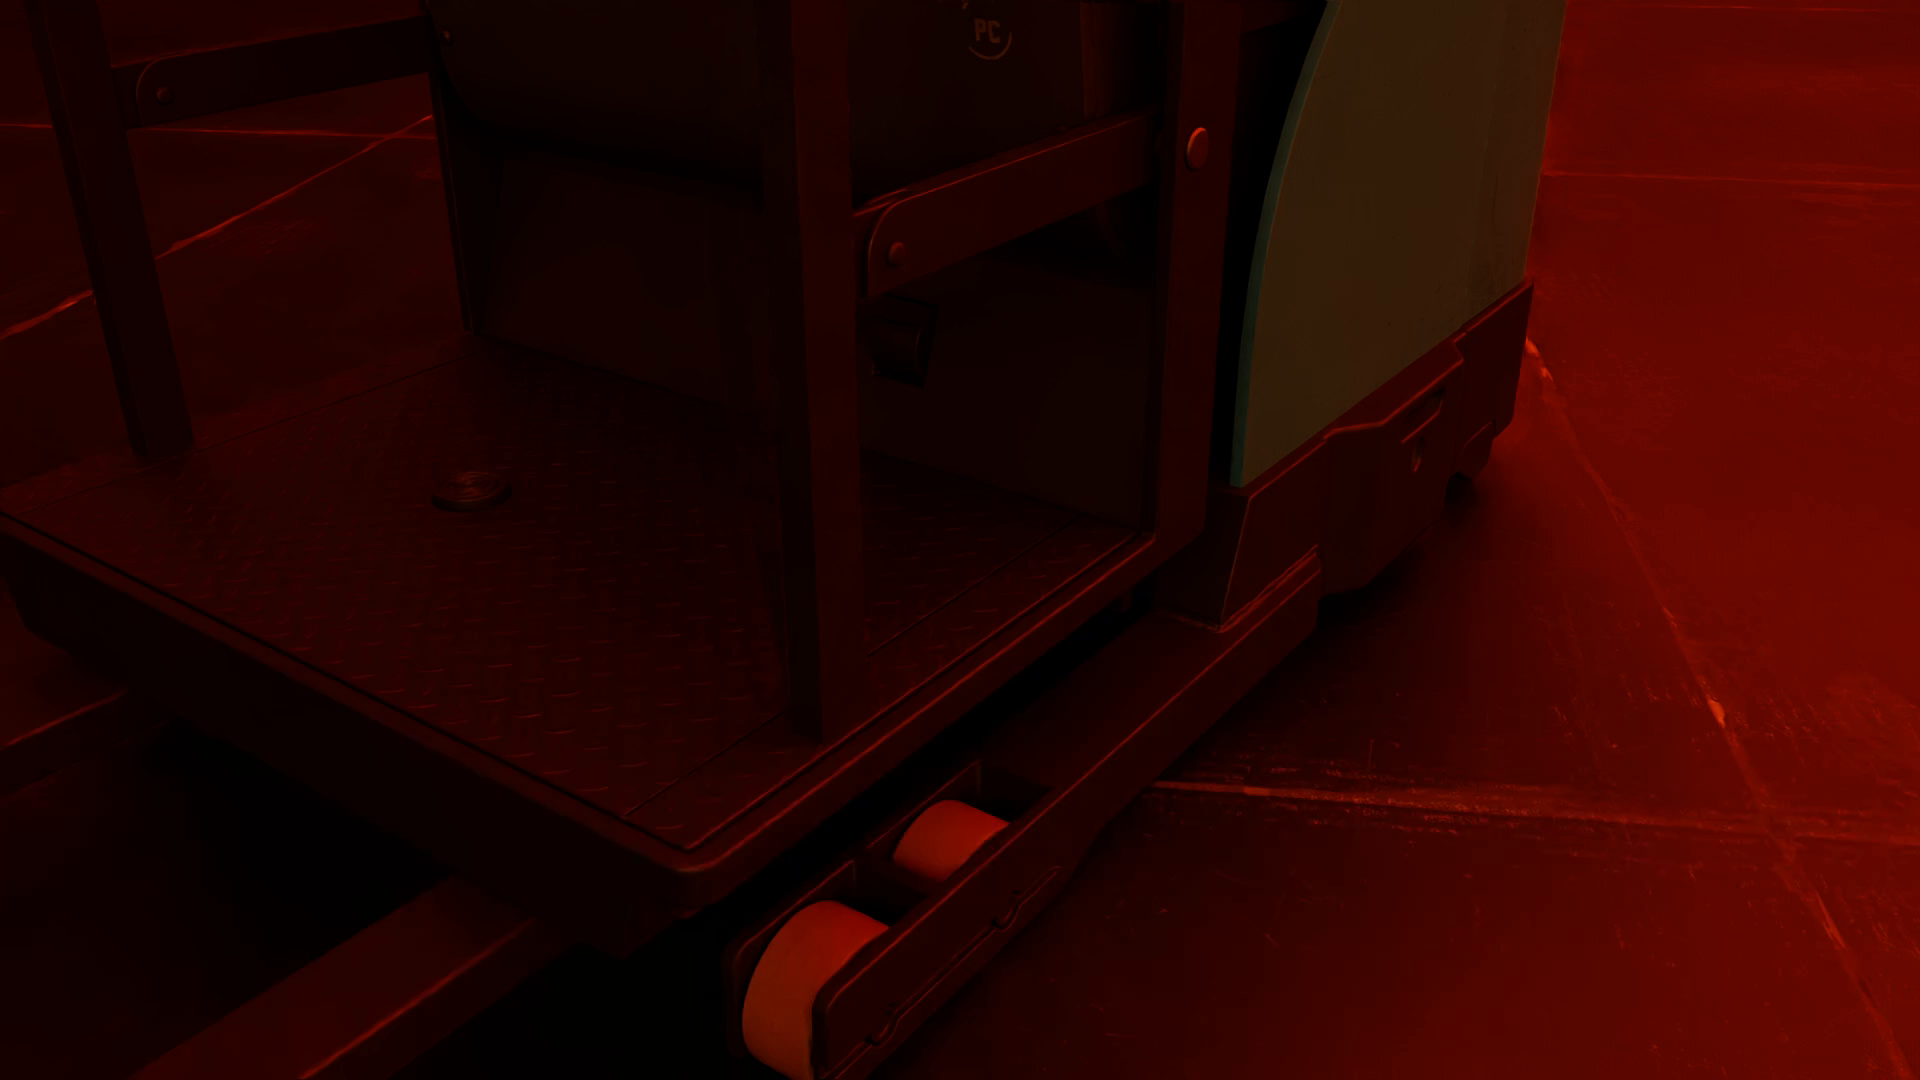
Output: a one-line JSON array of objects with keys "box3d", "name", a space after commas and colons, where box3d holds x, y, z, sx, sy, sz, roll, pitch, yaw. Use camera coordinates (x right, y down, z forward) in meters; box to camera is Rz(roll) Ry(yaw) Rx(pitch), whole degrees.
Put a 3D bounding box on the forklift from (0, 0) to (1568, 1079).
[{"box3d": [-0.355, -1.060, 1.342, 1.130, 2.935, 3.031, 18, 32, 32], "name": "forklift"}]
